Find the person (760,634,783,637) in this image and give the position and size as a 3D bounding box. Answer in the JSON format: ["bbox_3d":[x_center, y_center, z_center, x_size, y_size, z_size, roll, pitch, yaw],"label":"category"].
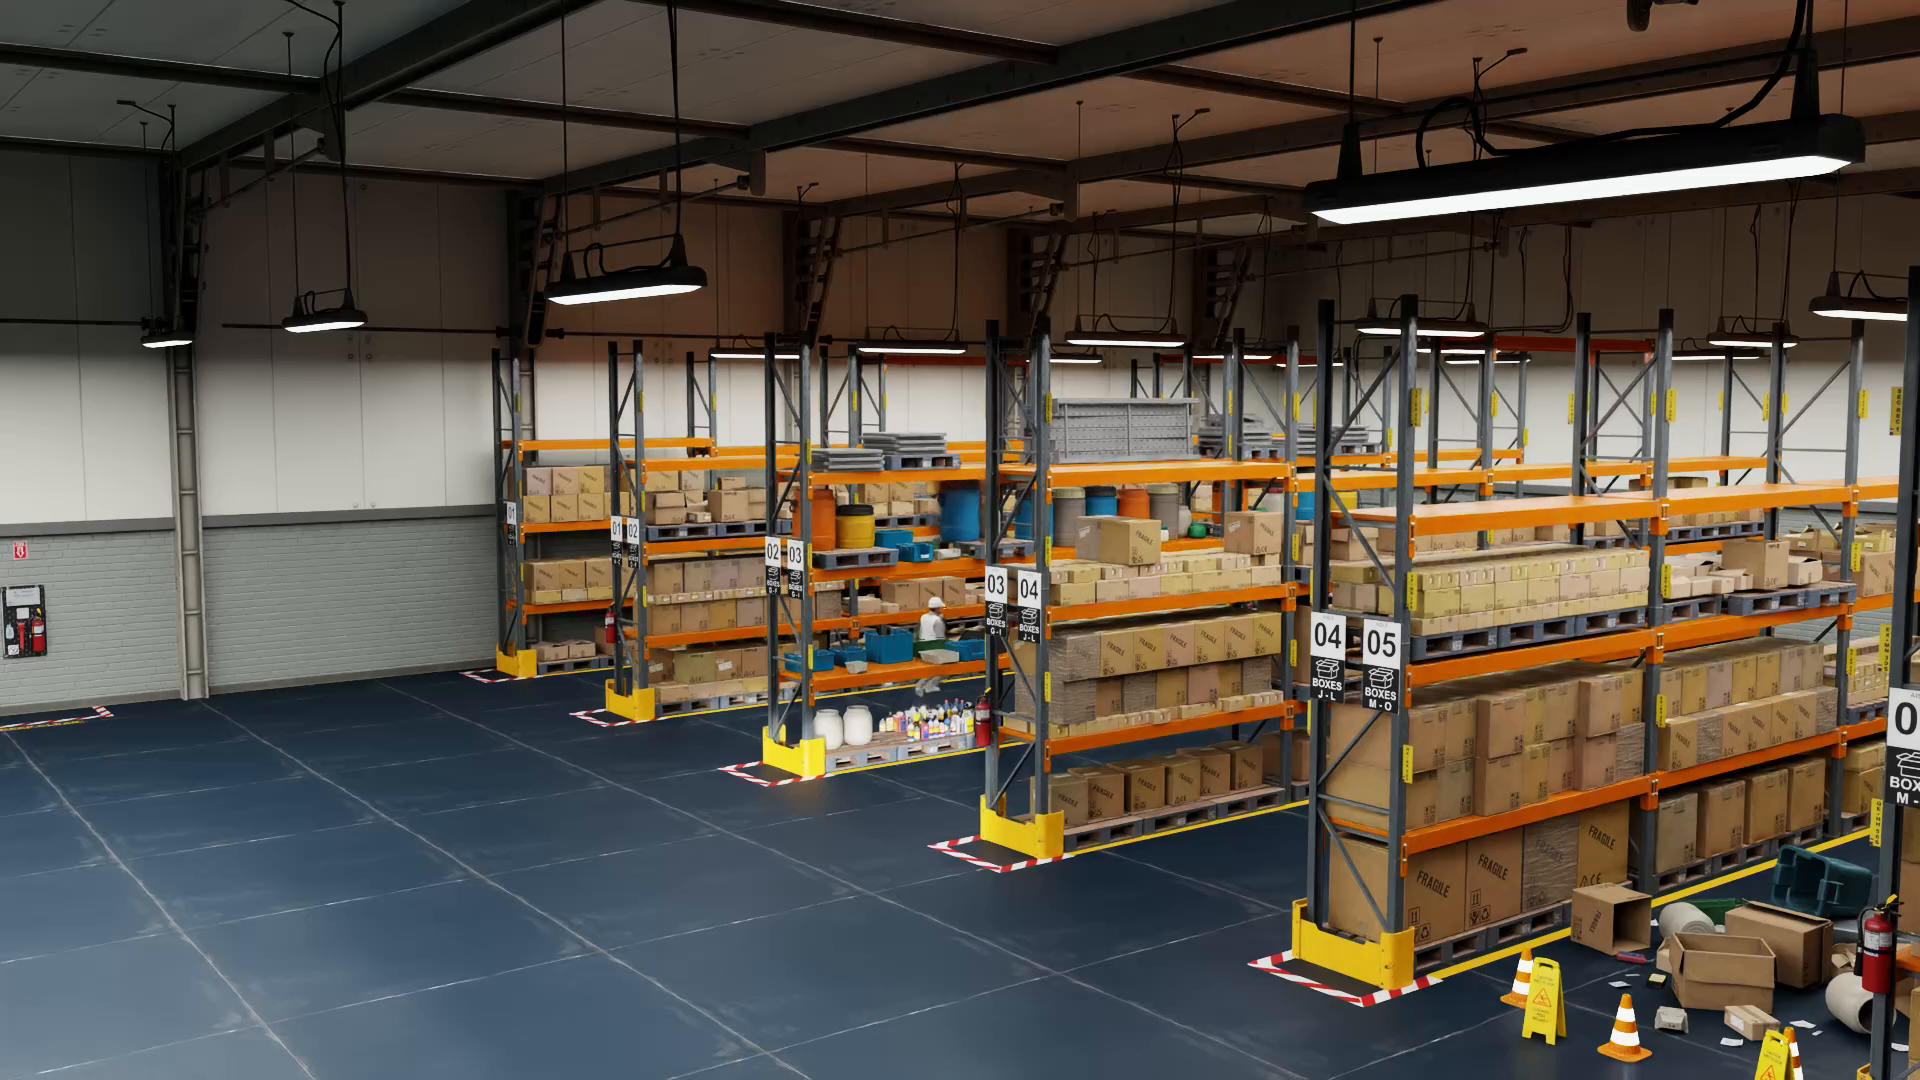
[{"bbox_3d":[-3.587,1.629,30.238,0.523,1.735,0.963,4,7,41],"label":"person"}]

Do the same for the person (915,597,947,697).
[{"bbox_3d":[-0.431,1.764,27.210,0.575,1.684,0.565,-4,6,-36],"label":"person"}]
